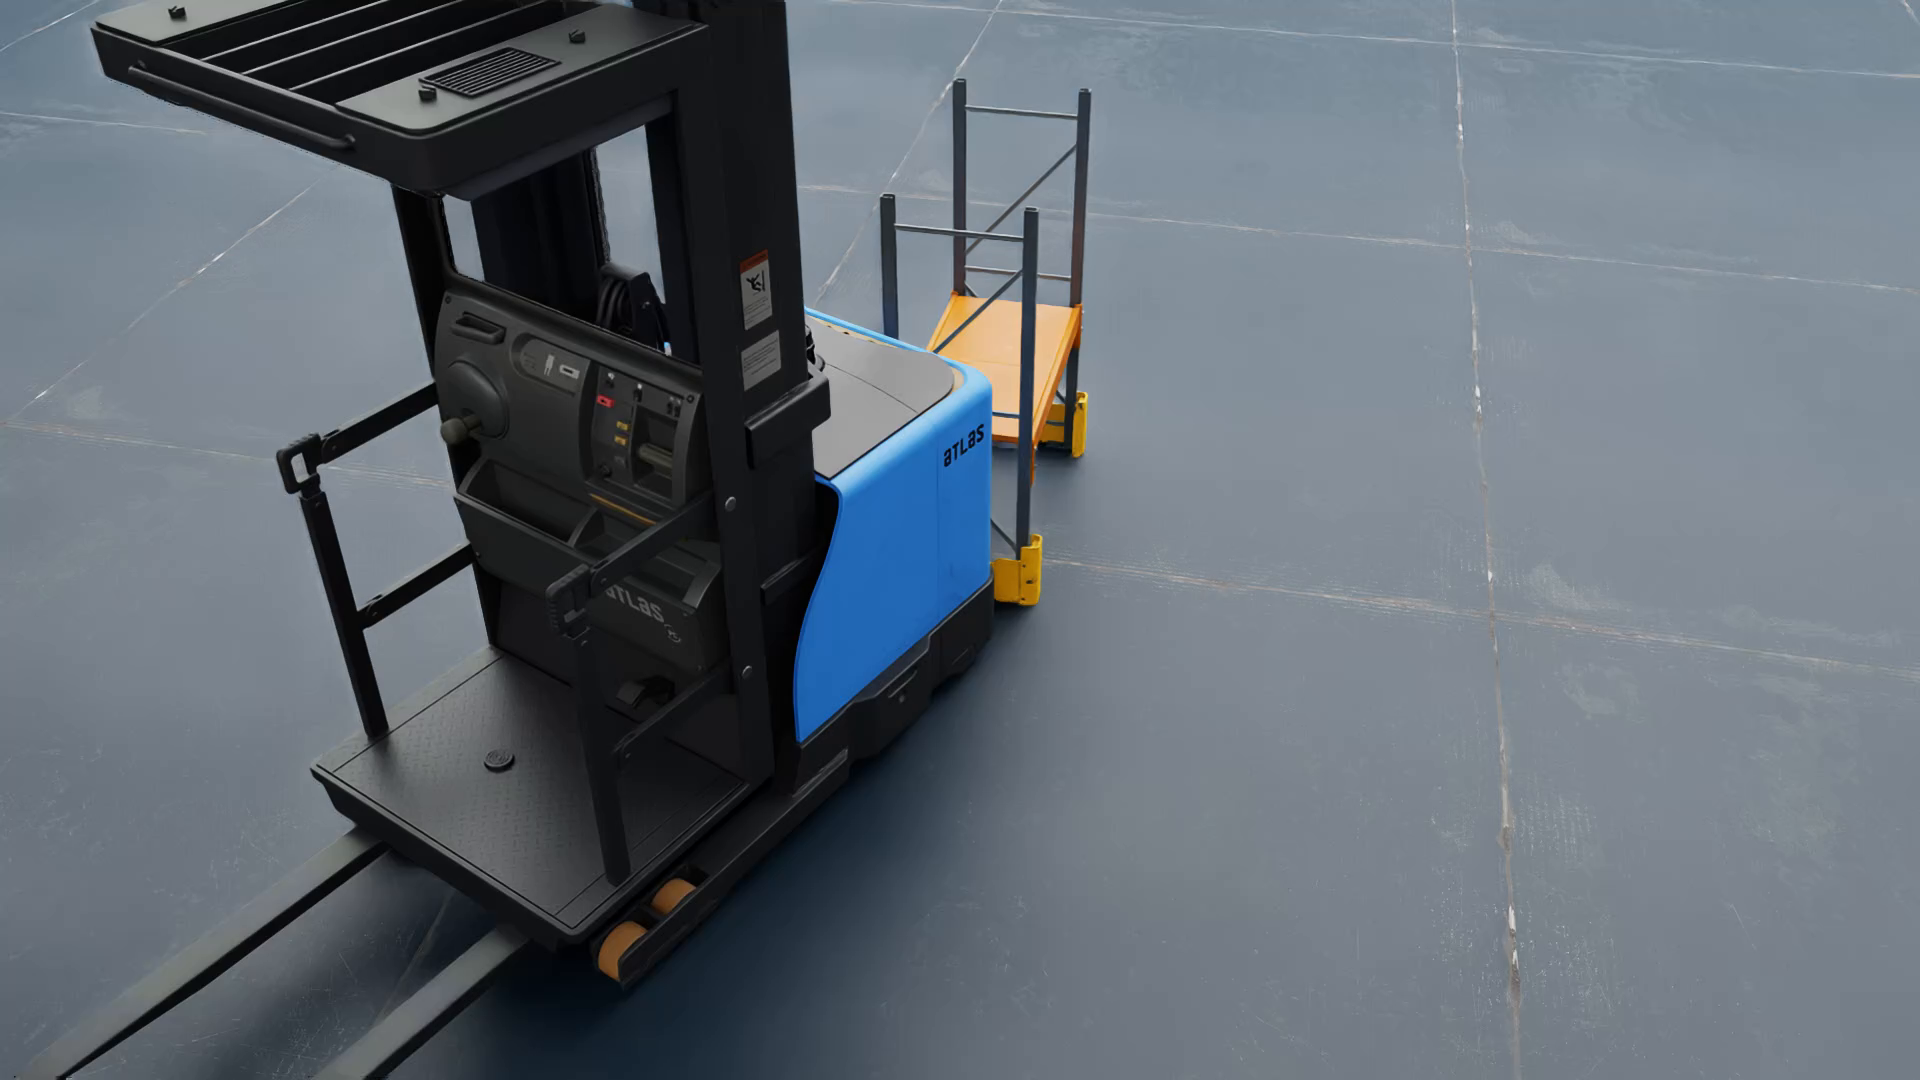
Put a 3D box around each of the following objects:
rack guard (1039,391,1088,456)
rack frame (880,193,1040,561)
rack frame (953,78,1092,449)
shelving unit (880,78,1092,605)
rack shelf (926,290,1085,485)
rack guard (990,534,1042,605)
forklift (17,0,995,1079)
[{"bbox_3d":[0.218,-0.500,6.727,0.587,0.250,0.087,8,37,10],"label":"rack guard"},{"bbox_3d":[-0.003,-0.435,5.573,0.500,1.500,0.032,8,37,10],"label":"rack frame"},{"bbox_3d":[0.222,-1.017,6.375,0.500,1.500,0.032,8,37,10],"label":"rack frame"},{"bbox_3d":[0.107,-0.721,5.967,0.587,1.500,1.083,8,37,10],"label":"shelving unit"},{"bbox_3d":[0.109,-0.581,6.080,0.538,0.185,1.000,8,37,10],"label":"rack shelf"},{"bbox_3d":[-0.003,0.070,5.940,0.587,0.250,0.087,8,37,10],"label":"rack guard"},{"bbox_3d":[-1.150,-0.295,4.159,1.130,2.935,3.031,23,42,28],"label":"forklift"}]
